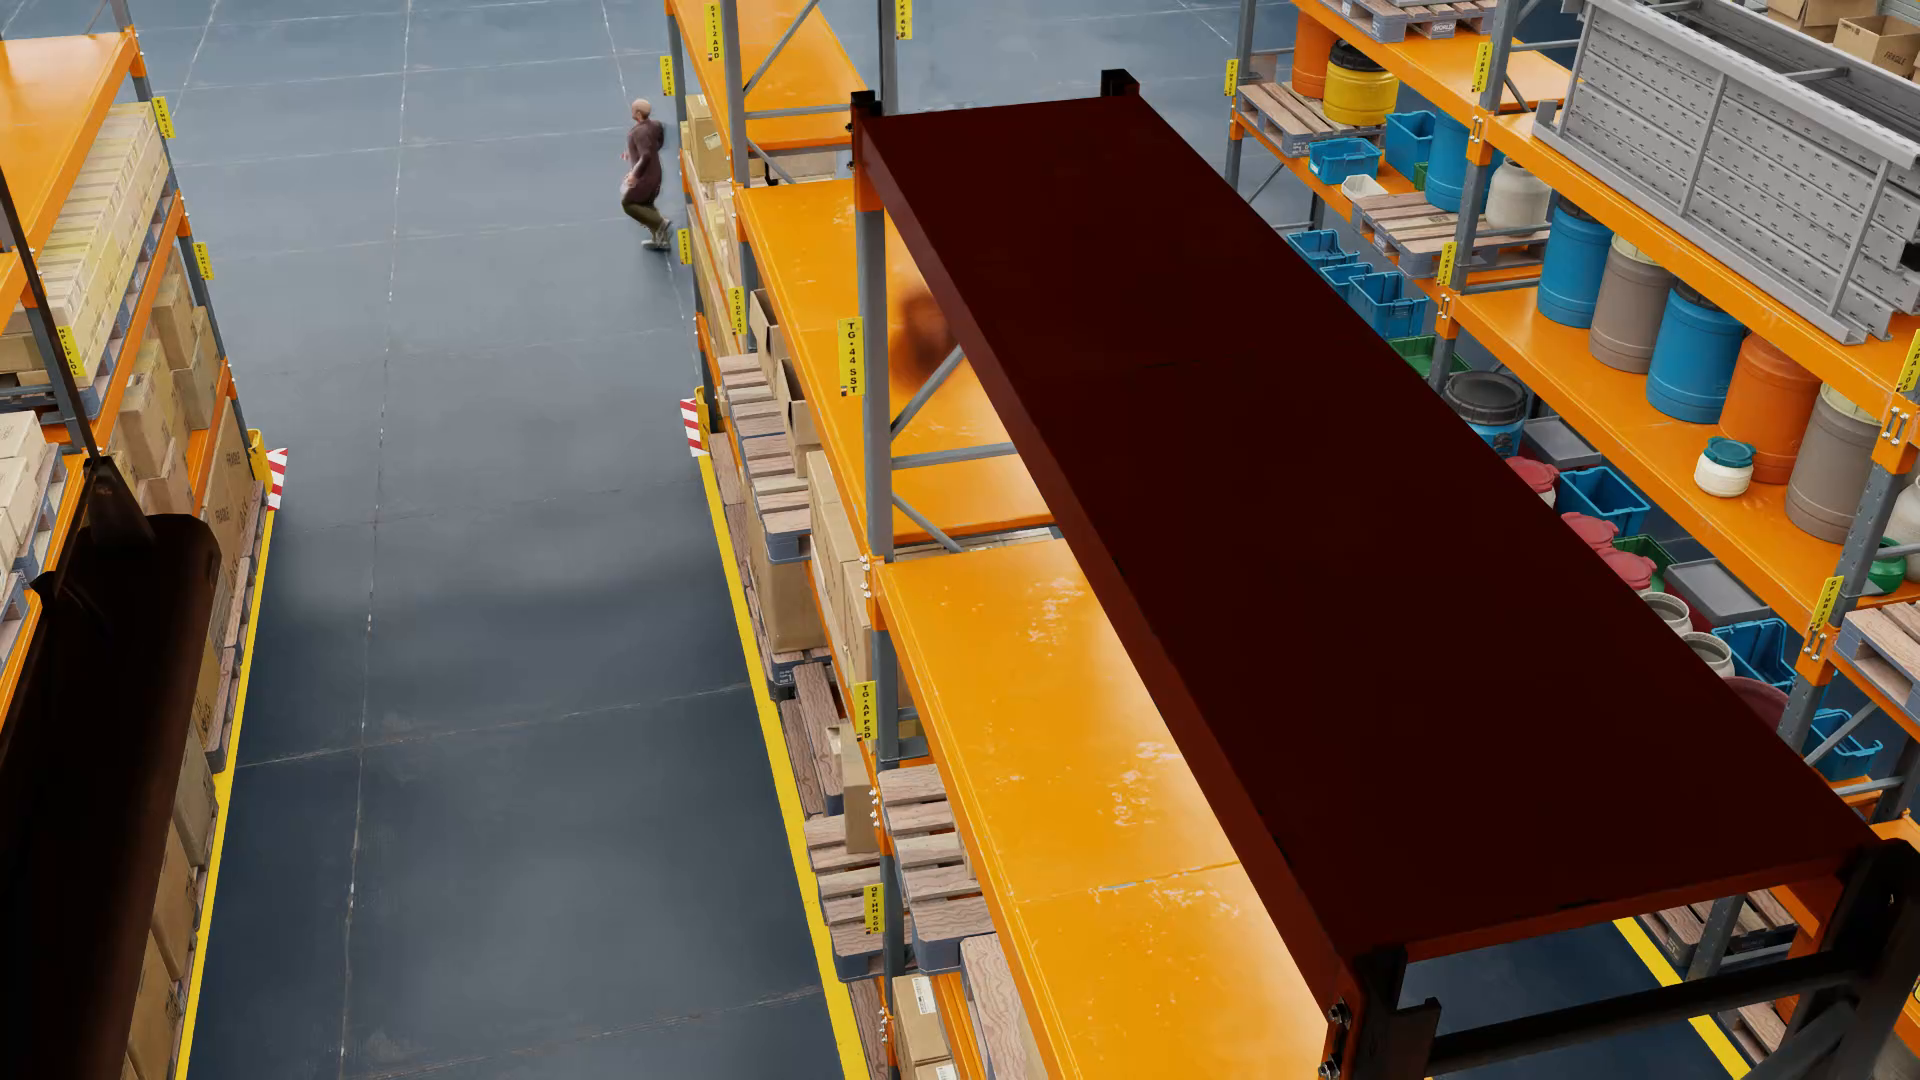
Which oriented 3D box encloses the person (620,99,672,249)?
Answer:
[{"bbox_3d":[-3.514,-4.053,18.483,0.631,1.737,0.705,10,36,14],"label":"person"}]
